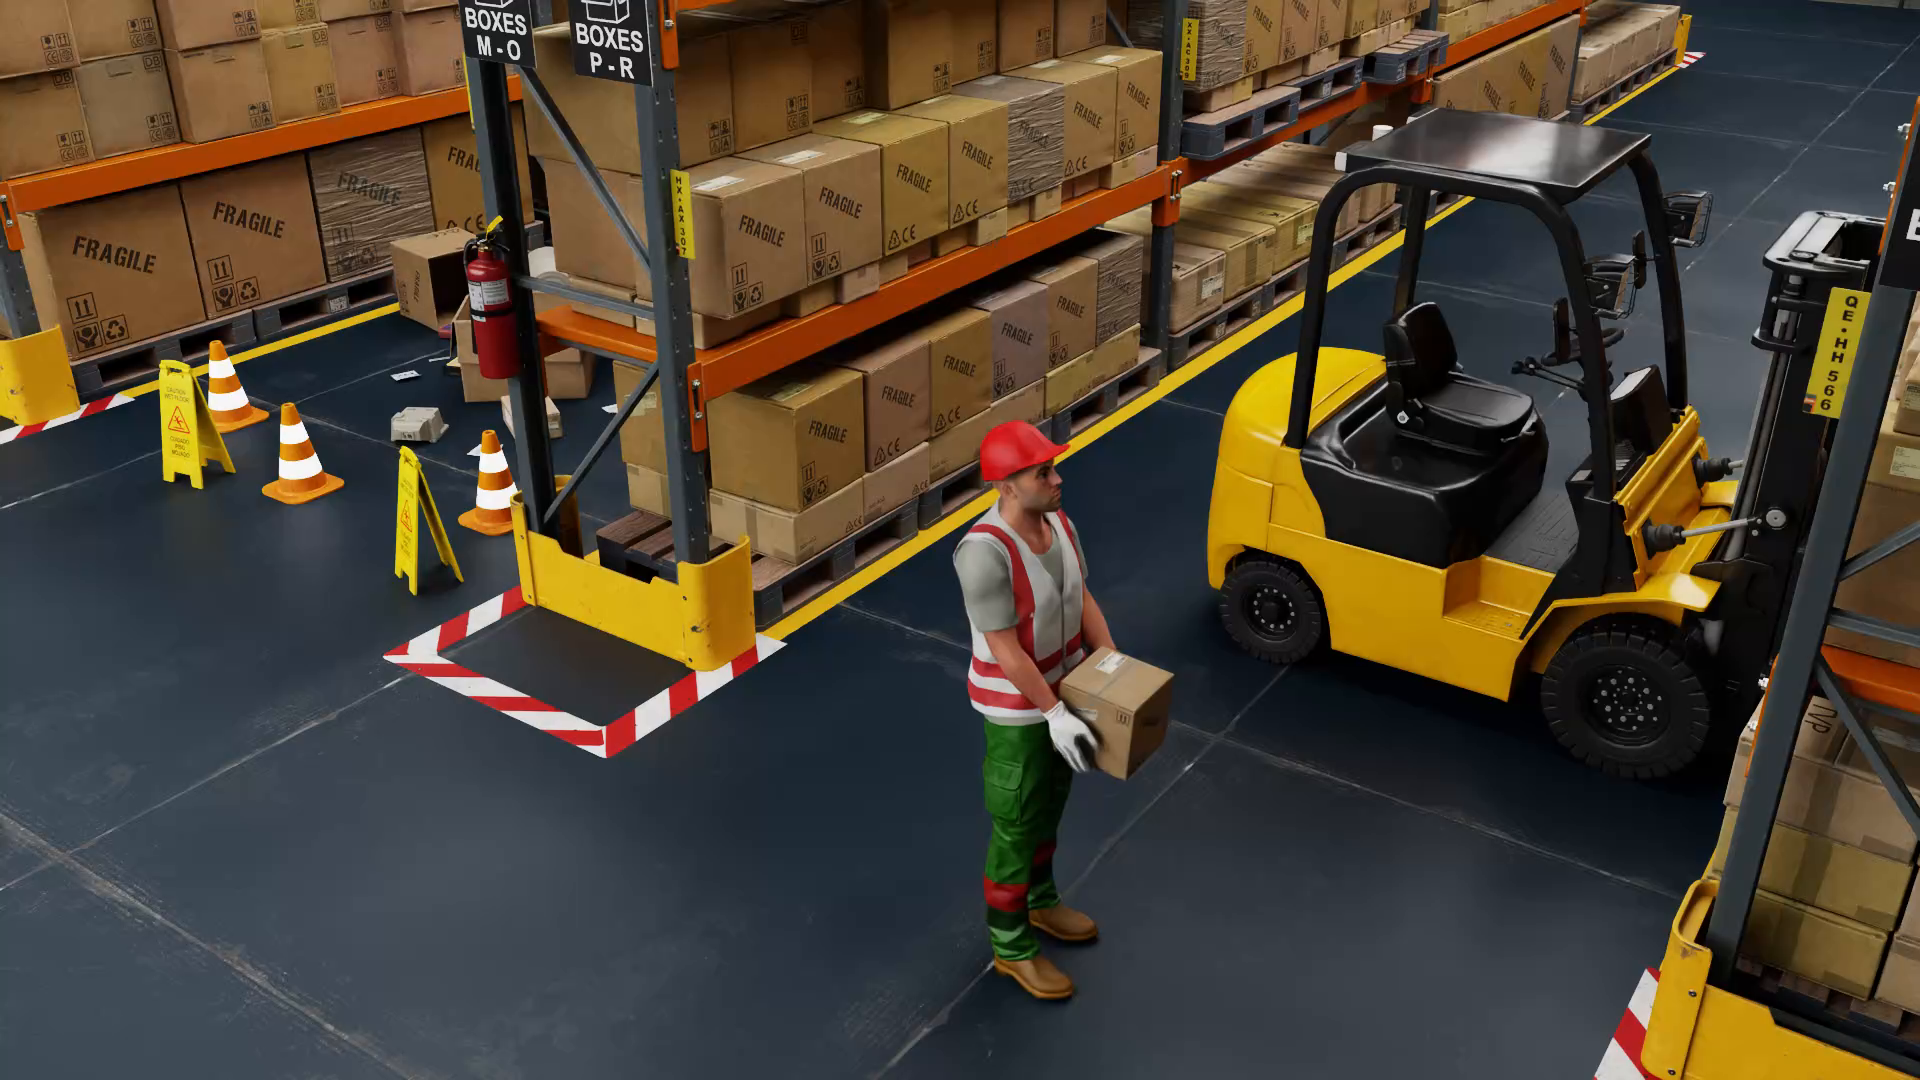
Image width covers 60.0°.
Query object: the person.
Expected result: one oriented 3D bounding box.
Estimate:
[{"bbox_3d":[0.274,0.508,5.073,0.526,1.793,0.533,17,31,31],"label":"person"}]
